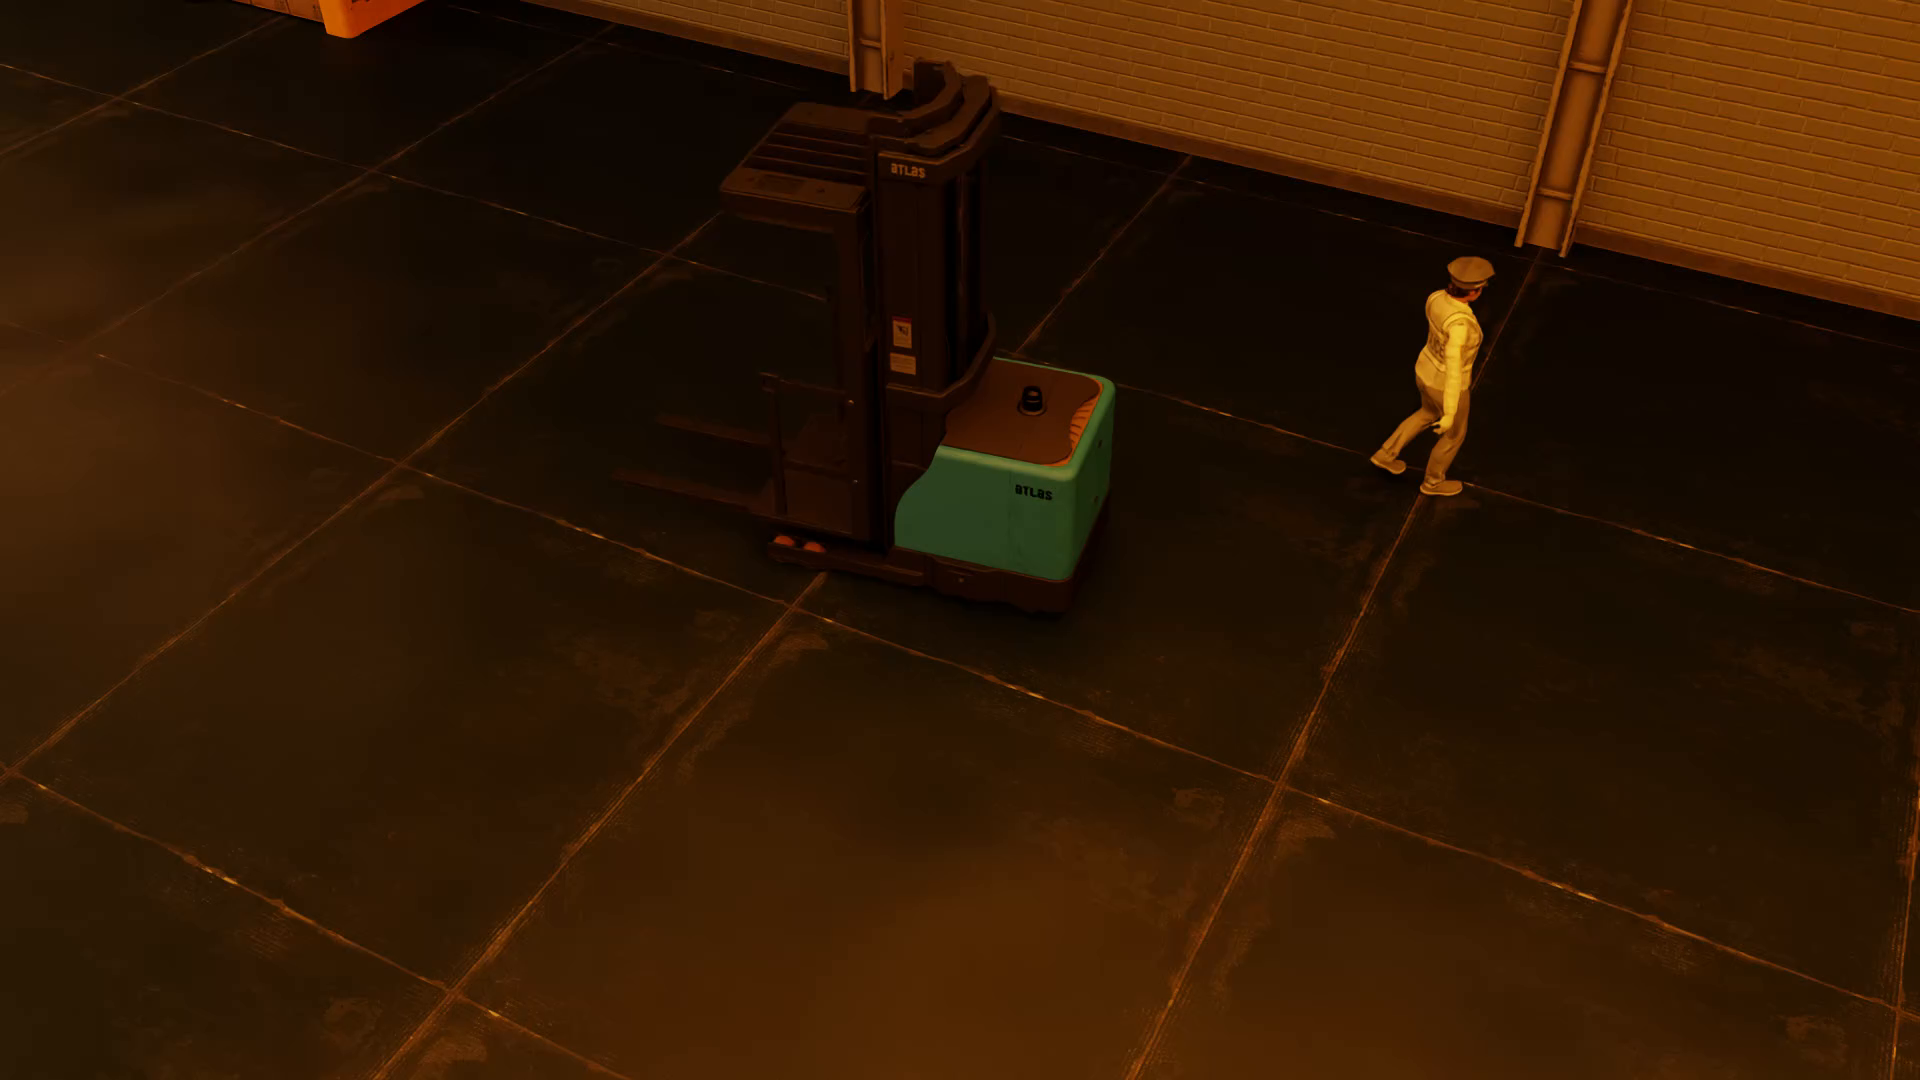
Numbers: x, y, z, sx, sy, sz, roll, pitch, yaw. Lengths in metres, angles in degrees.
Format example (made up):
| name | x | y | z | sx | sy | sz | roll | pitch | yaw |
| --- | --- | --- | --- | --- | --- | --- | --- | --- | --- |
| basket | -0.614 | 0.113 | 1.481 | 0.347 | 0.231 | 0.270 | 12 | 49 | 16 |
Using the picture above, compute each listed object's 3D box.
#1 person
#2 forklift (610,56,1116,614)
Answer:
| name | x | y | z | sx | sy | sz | roll | pitch | yaw |
| --- | --- | --- | --- | --- | --- | --- | --- | --- | --- |
| person | 2.935 | -0.961 | 10.129 | 0.611 | 1.652 | 0.753 | -9 | 41 | -10 |
| forklift | -0.651 | -1.252 | 9.474 | 3.031 | 2.935 | 1.130 | 12 | 42 | 14 |
